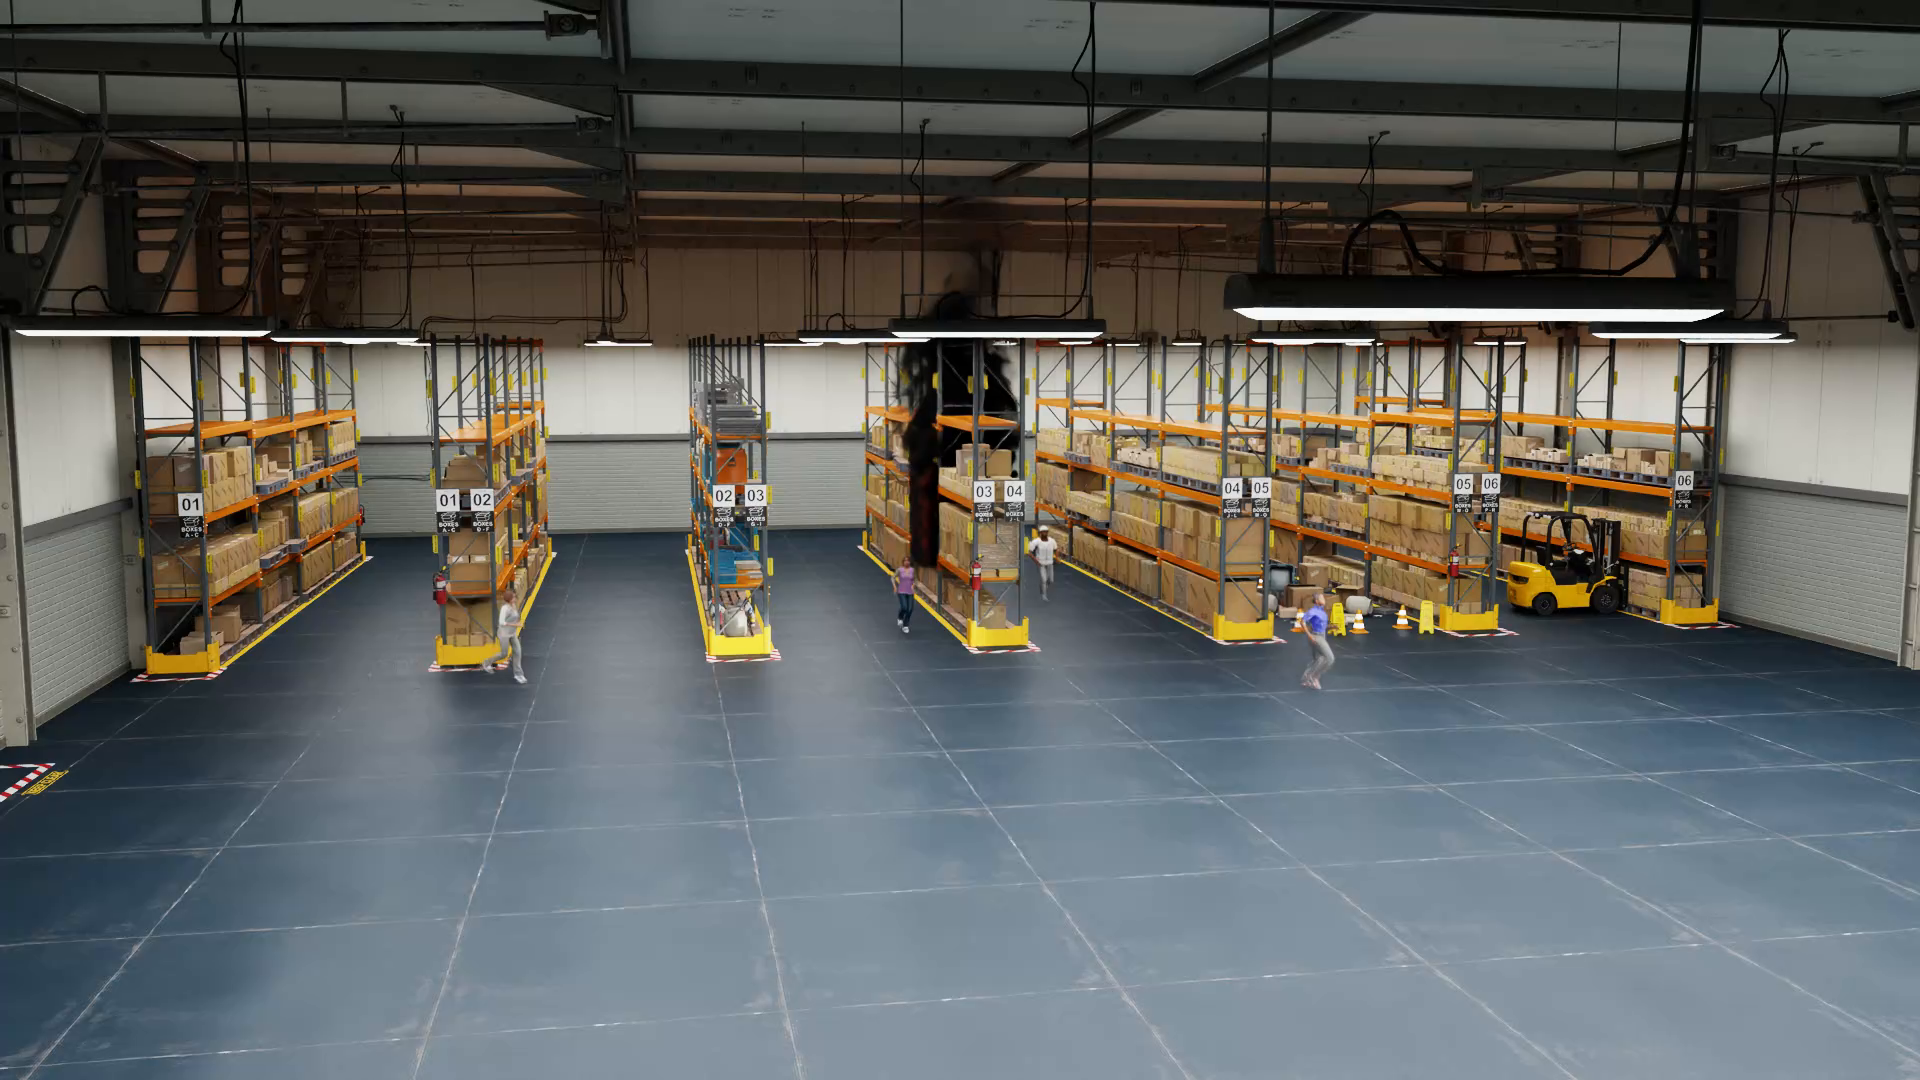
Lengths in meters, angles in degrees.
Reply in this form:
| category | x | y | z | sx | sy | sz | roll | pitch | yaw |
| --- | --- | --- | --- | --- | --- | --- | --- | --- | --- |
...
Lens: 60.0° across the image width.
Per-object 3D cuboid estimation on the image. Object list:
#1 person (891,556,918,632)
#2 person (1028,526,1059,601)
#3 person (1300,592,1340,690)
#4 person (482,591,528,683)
| category | x | y | z | sx | sy | sz | roll | pitch | yaw |
| --- | --- | --- | --- | --- | --- | --- | --- | --- | --- |
| person | -1.090 | 1.098 | 33.629 | 0.528 | 1.561 | 0.552 | -2 | 7 | -16 |
| person | 1.900 | 0.524 | 37.951 | 0.749 | 1.724 | 0.623 | -2 | 7 | -19 |
| person | 6.062 | 1.750 | 28.006 | 0.660 | 1.549 | 0.546 | 3 | 7 | 25 |
| person | -7.867 | 1.668 | 28.727 | 0.865 | 1.617 | 0.566 | 2 | 7 | 14 |
